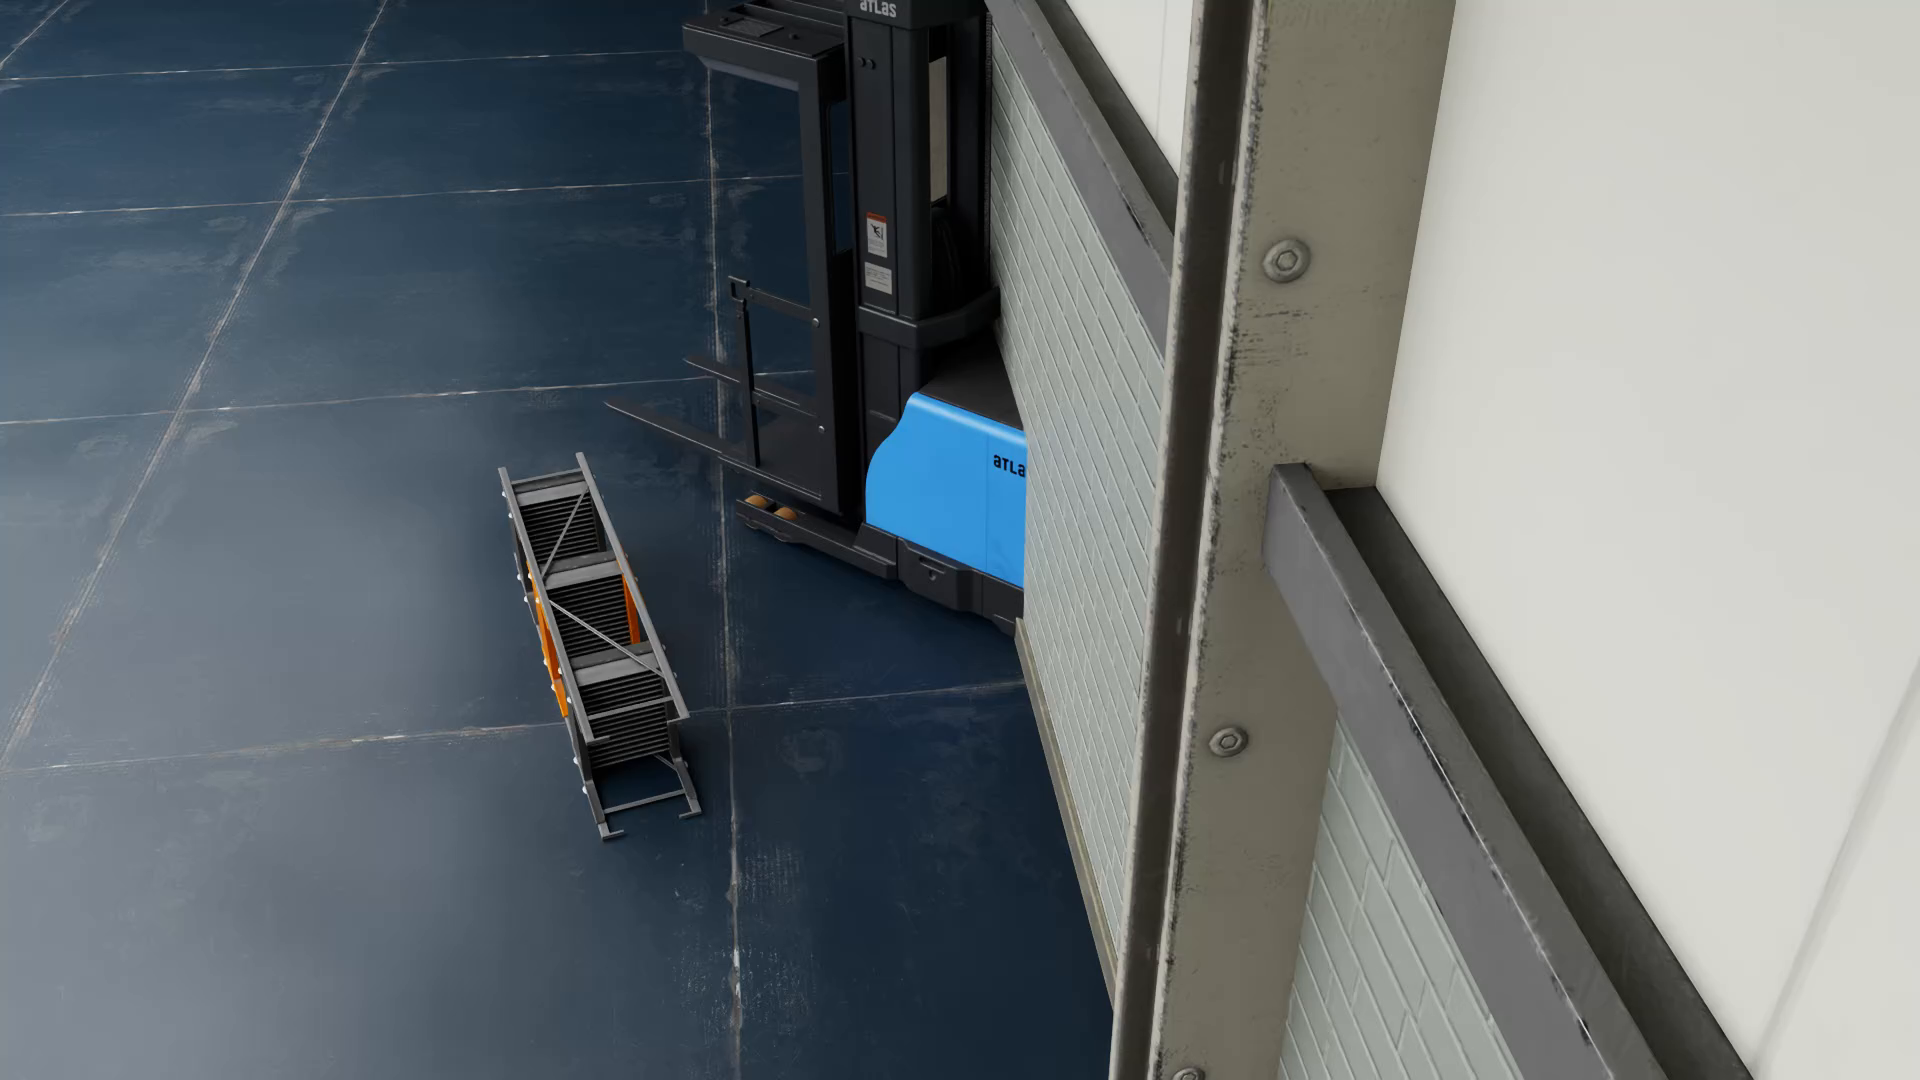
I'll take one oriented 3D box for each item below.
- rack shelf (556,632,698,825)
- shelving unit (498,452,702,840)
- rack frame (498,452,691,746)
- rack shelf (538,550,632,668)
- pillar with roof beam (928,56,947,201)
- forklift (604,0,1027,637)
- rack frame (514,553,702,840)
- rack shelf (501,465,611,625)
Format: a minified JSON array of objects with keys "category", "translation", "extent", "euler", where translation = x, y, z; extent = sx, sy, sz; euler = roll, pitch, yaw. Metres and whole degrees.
[{"category":"rack shelf","translation":[-1.340,0.750,6.691],"extent":[0.431,0.480,0.518],"euler":[-13,36,-18]},{"category":"shelving unit","translation":[-1.604,0.377,7.238],"extent":[0.431,0.503,2.100],"euler":[-13,36,-18]},{"category":"rack frame","translation":[-1.604,0.175,7.101],"extent":[0.400,0.015,2.100],"euler":[-13,36,-18]},{"category":"rack shelf","translation":[-1.650,0.312,7.333],"extent":[0.368,0.457,0.174],"euler":[-13,36,-18]},{"category":"pillar with roof beam","translation":[-4.494,-4.428,6.757],"extent":[9.100,9.000,0.400],"euler":[-4,35,-6]},{"category":"forklift","translation":[-0.503,-1.419,7.730],"extent":[3.031,2.935,1.130],"euler":[22,40,29]},{"category":"rack frame","translation":[-1.604,0.578,7.376],"extent":[0.400,0.015,2.100],"euler":[-13,36,-18]},{"category":"rack shelf","translation":[-1.858,0.018,7.765],"extent":[0.431,0.480,0.518],"euler":[-13,36,-18]}]
